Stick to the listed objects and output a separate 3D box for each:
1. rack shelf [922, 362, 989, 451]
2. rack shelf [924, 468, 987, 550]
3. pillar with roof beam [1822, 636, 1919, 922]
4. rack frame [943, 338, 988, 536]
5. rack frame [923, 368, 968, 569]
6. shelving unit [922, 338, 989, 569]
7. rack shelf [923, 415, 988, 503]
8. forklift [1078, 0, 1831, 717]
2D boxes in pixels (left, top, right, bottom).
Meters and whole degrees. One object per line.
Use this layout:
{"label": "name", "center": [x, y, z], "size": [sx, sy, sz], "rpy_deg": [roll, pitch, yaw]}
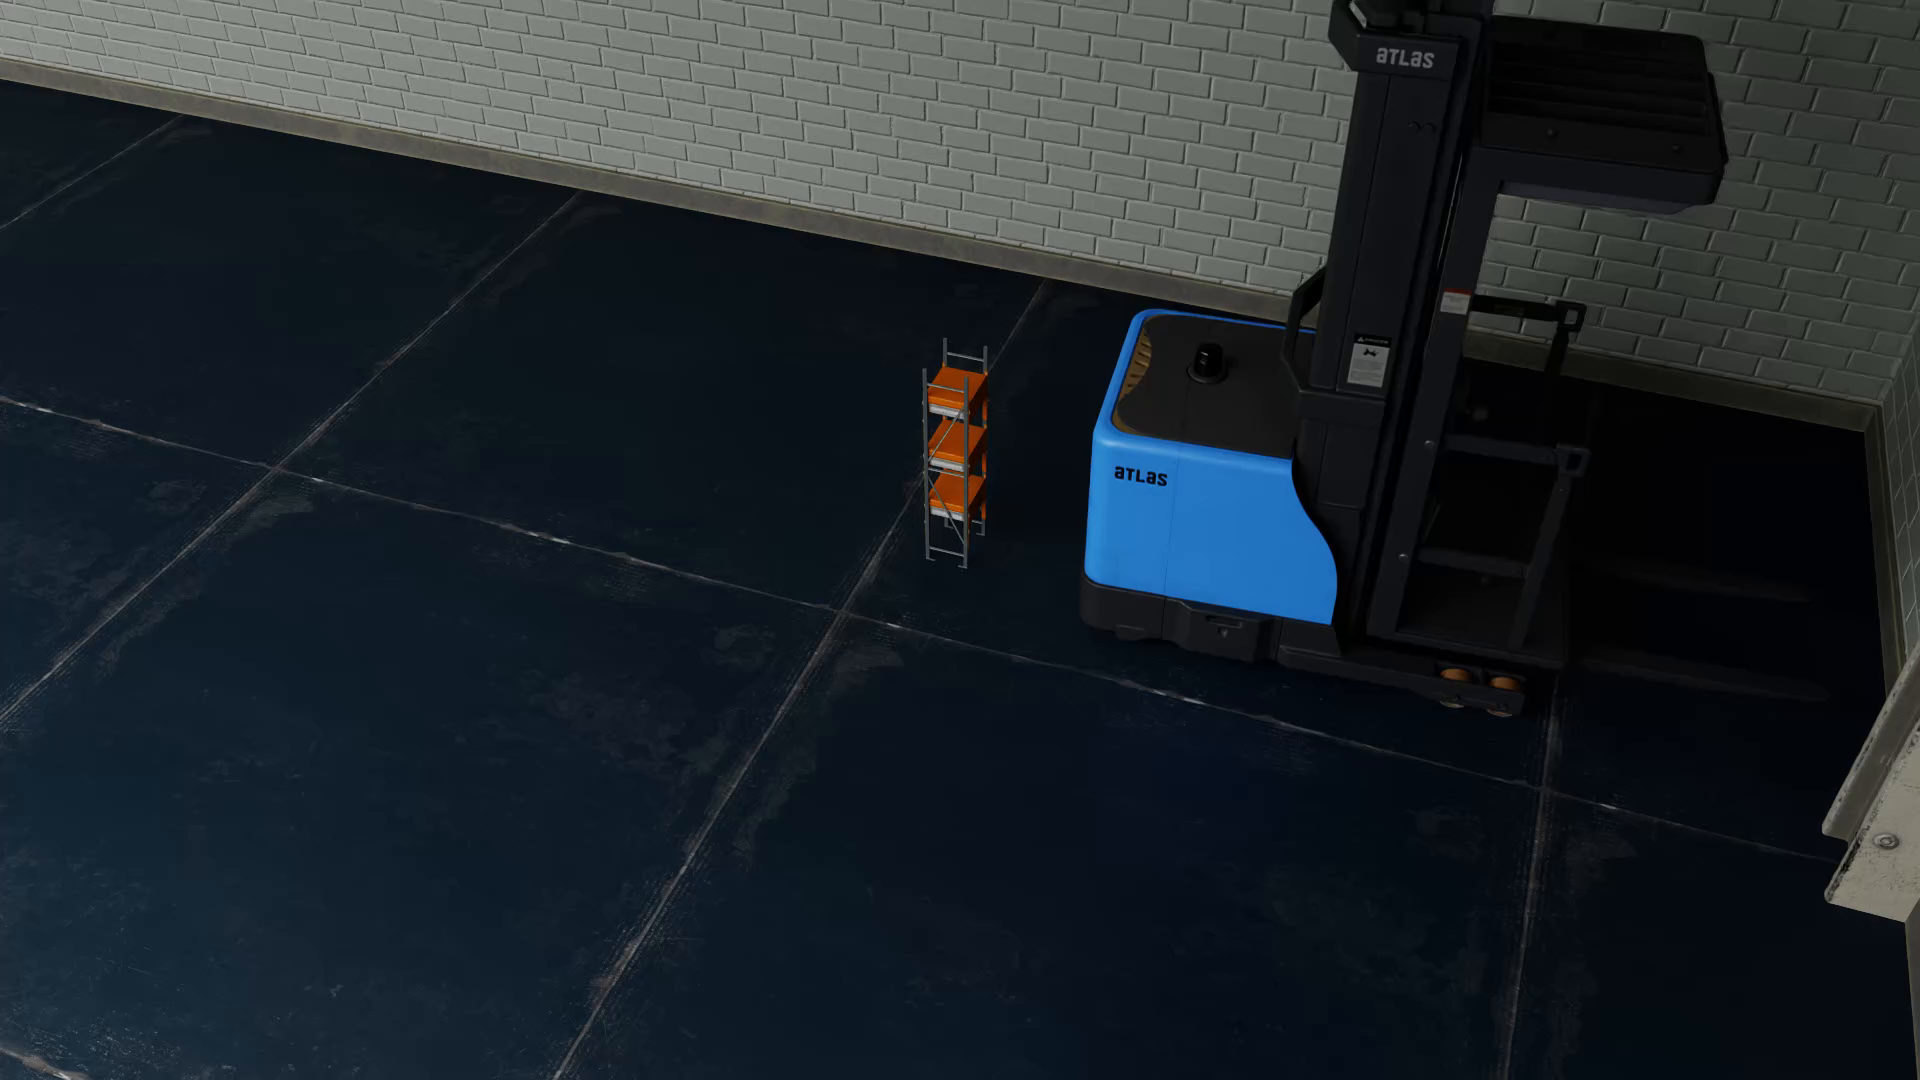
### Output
{"label": "rack shelf", "center": [-0.018, -0.575, 7.147], "size": [0.215, 0.259, 0.240], "rpy_deg": [13, 42, 15]}
{"label": "rack shelf", "center": [-0.018, -0.147, 7.512], "size": [0.215, 0.259, 0.240], "rpy_deg": [13, 42, 15]}
{"label": "pillar with roof beam", "center": [-0.639, -3.131, 4.440], "size": [9.100, 9.000, 0.400], "rpy_deg": [13, 42, 15]}
{"label": "rack frame", "center": [0.023, -0.441, 7.412], "size": [0.200, 1.050, 0.008], "rpy_deg": [13, 42, 15]}
{"label": "rack frame", "center": [-0.060, -0.292, 7.237], "size": [0.200, 1.050, 0.008], "rpy_deg": [13, 42, 15]}
{"label": "shelving unit", "center": [-0.018, -0.367, 7.325], "size": [0.215, 1.050, 0.252], "rpy_deg": [13, 42, 15]}
{"label": "rack shelf", "center": [-0.018, -0.359, 7.331], "size": [0.215, 0.259, 0.240], "rpy_deg": [13, 42, 15]}
{"label": "forklift", "center": [2.090, -0.773, 6.351], "size": [3.031, 2.935, 1.130], "rpy_deg": [10, 41, 11]}
